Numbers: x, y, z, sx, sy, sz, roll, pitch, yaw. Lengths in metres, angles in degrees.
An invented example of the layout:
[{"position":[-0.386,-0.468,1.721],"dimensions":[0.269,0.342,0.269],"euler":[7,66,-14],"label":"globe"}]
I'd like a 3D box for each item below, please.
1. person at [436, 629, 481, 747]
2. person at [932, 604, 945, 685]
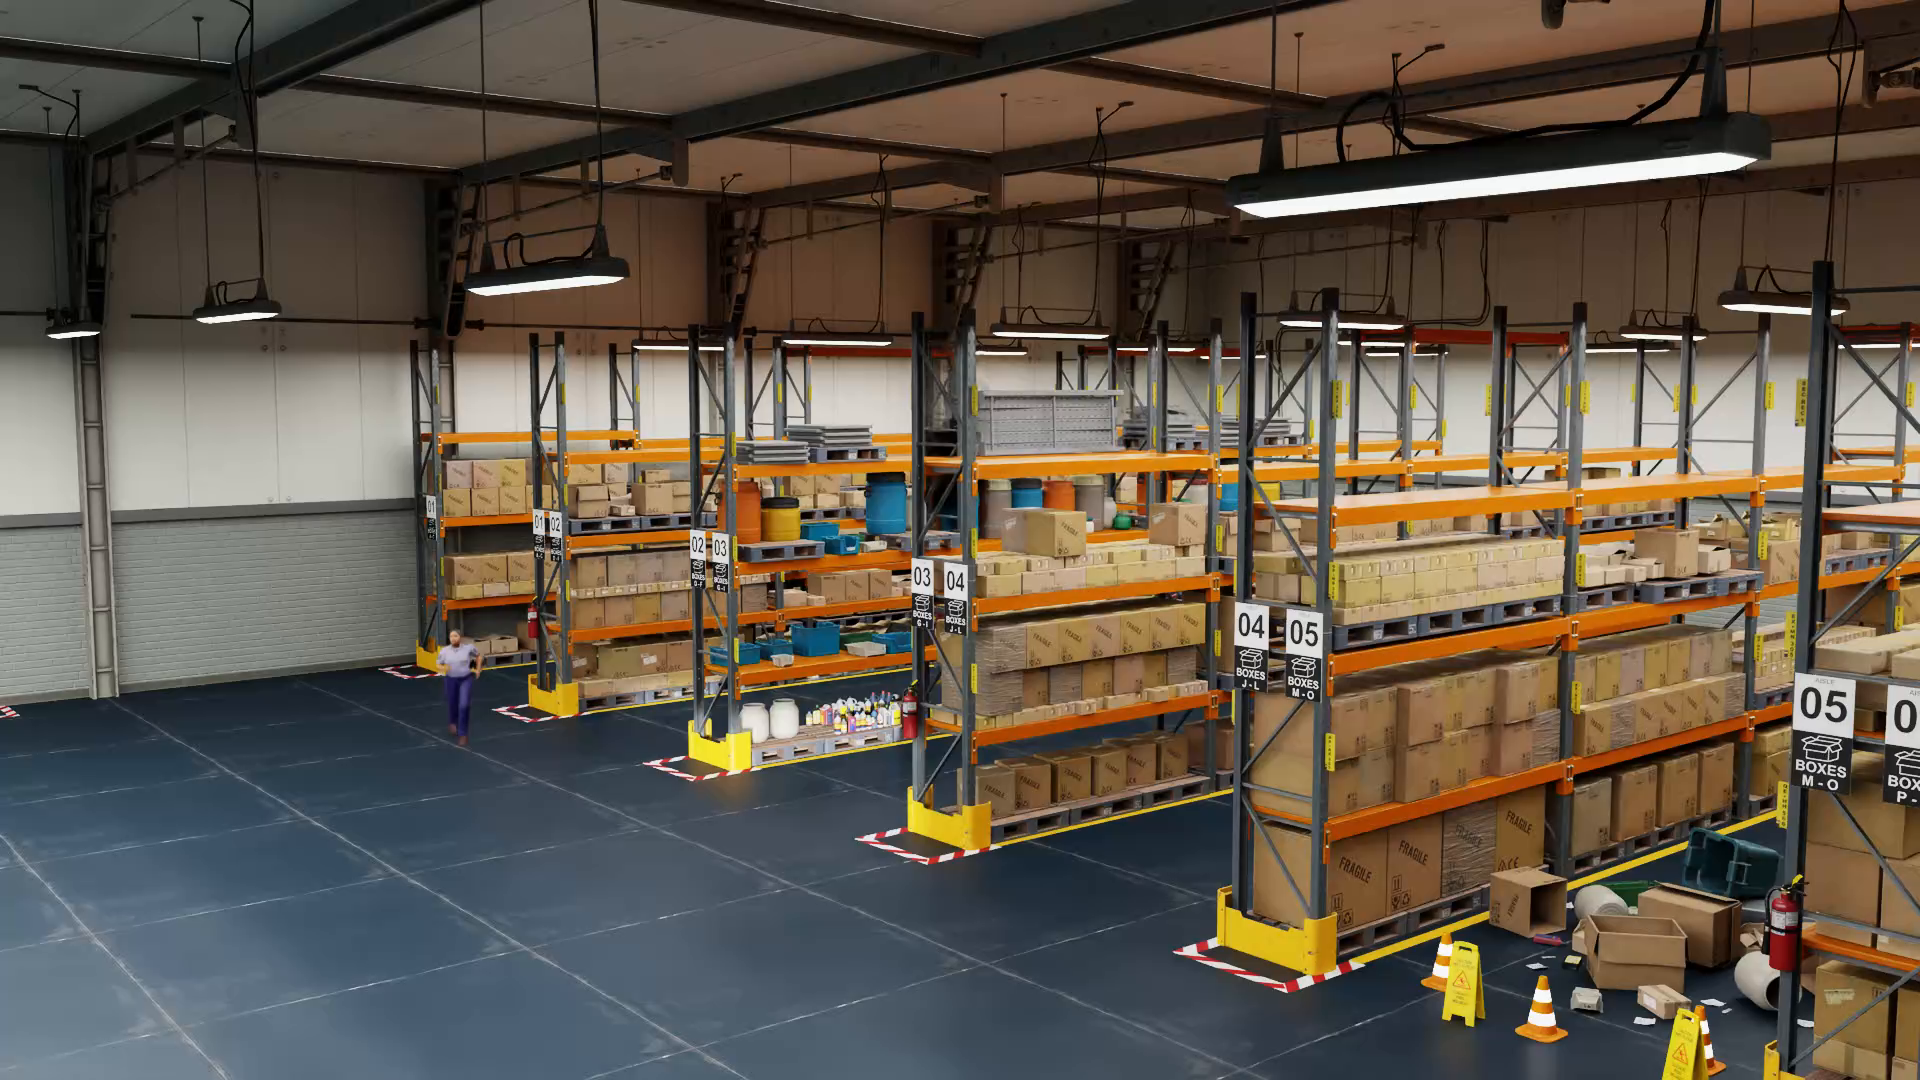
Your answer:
[{"position":[-7.288,2.120,24.206],"dimensions":[0.613,1.677,0.908],"euler":[-1,5,-8],"label":"person"},{"position":[-0.355,1.501,27.129],"dimensions":[0.586,1.745,0.691],"euler":[-4,7,-38],"label":"person"}]
